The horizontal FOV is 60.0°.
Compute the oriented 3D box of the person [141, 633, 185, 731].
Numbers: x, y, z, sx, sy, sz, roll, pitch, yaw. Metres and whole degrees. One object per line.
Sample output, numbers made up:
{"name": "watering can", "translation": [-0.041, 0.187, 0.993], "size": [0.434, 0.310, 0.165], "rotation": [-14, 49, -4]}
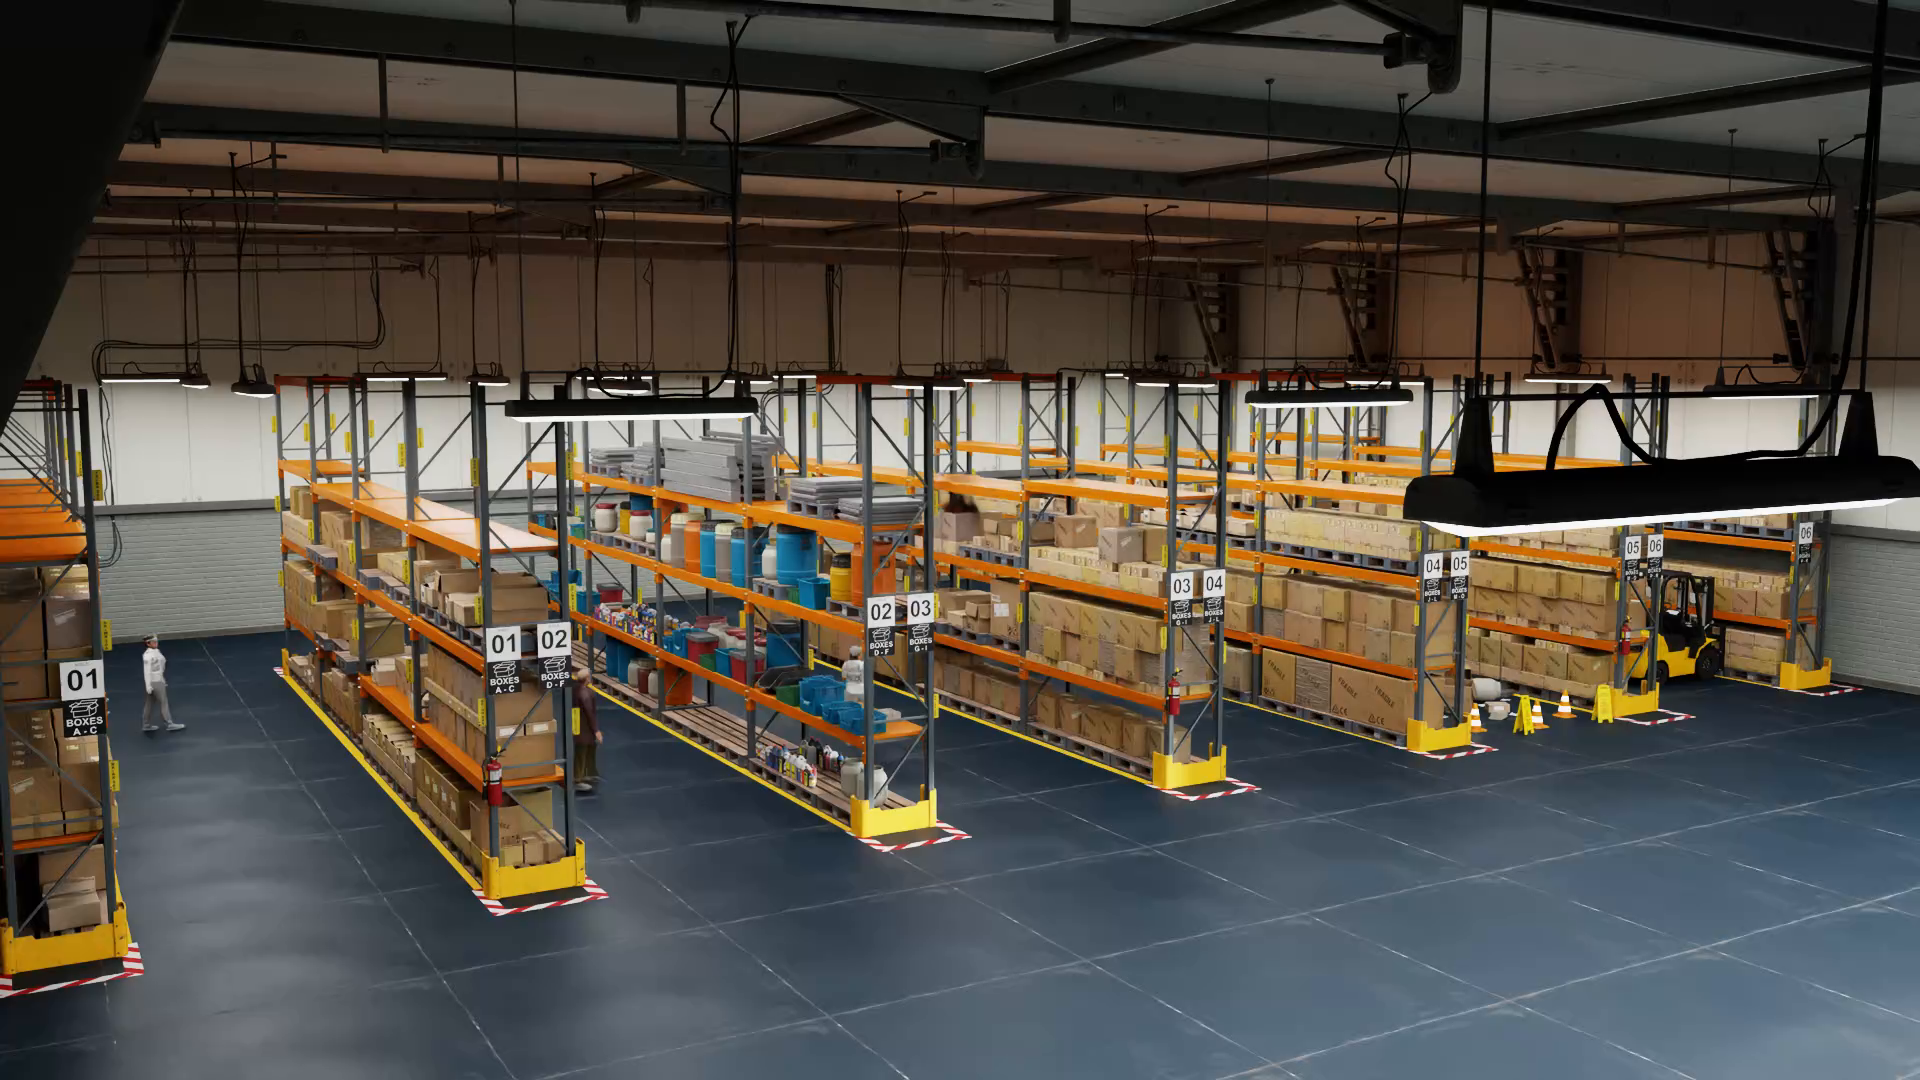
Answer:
{"name": "person", "translation": [-13.596, 2.405, 28.288], "size": [0.655, 1.674, 0.475], "rotation": [-3, 7, -29]}

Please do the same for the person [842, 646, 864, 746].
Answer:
{"name": "person", "translation": [-1.676, 2.526, 27.039], "size": [0.500, 1.659, 0.454], "rotation": [1, 6, 8]}

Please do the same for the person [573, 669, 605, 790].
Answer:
{"name": "person", "translation": [-5.518, 2.789, 24.529], "size": [0.548, 1.822, 0.691], "rotation": [-2, 6, -15]}
